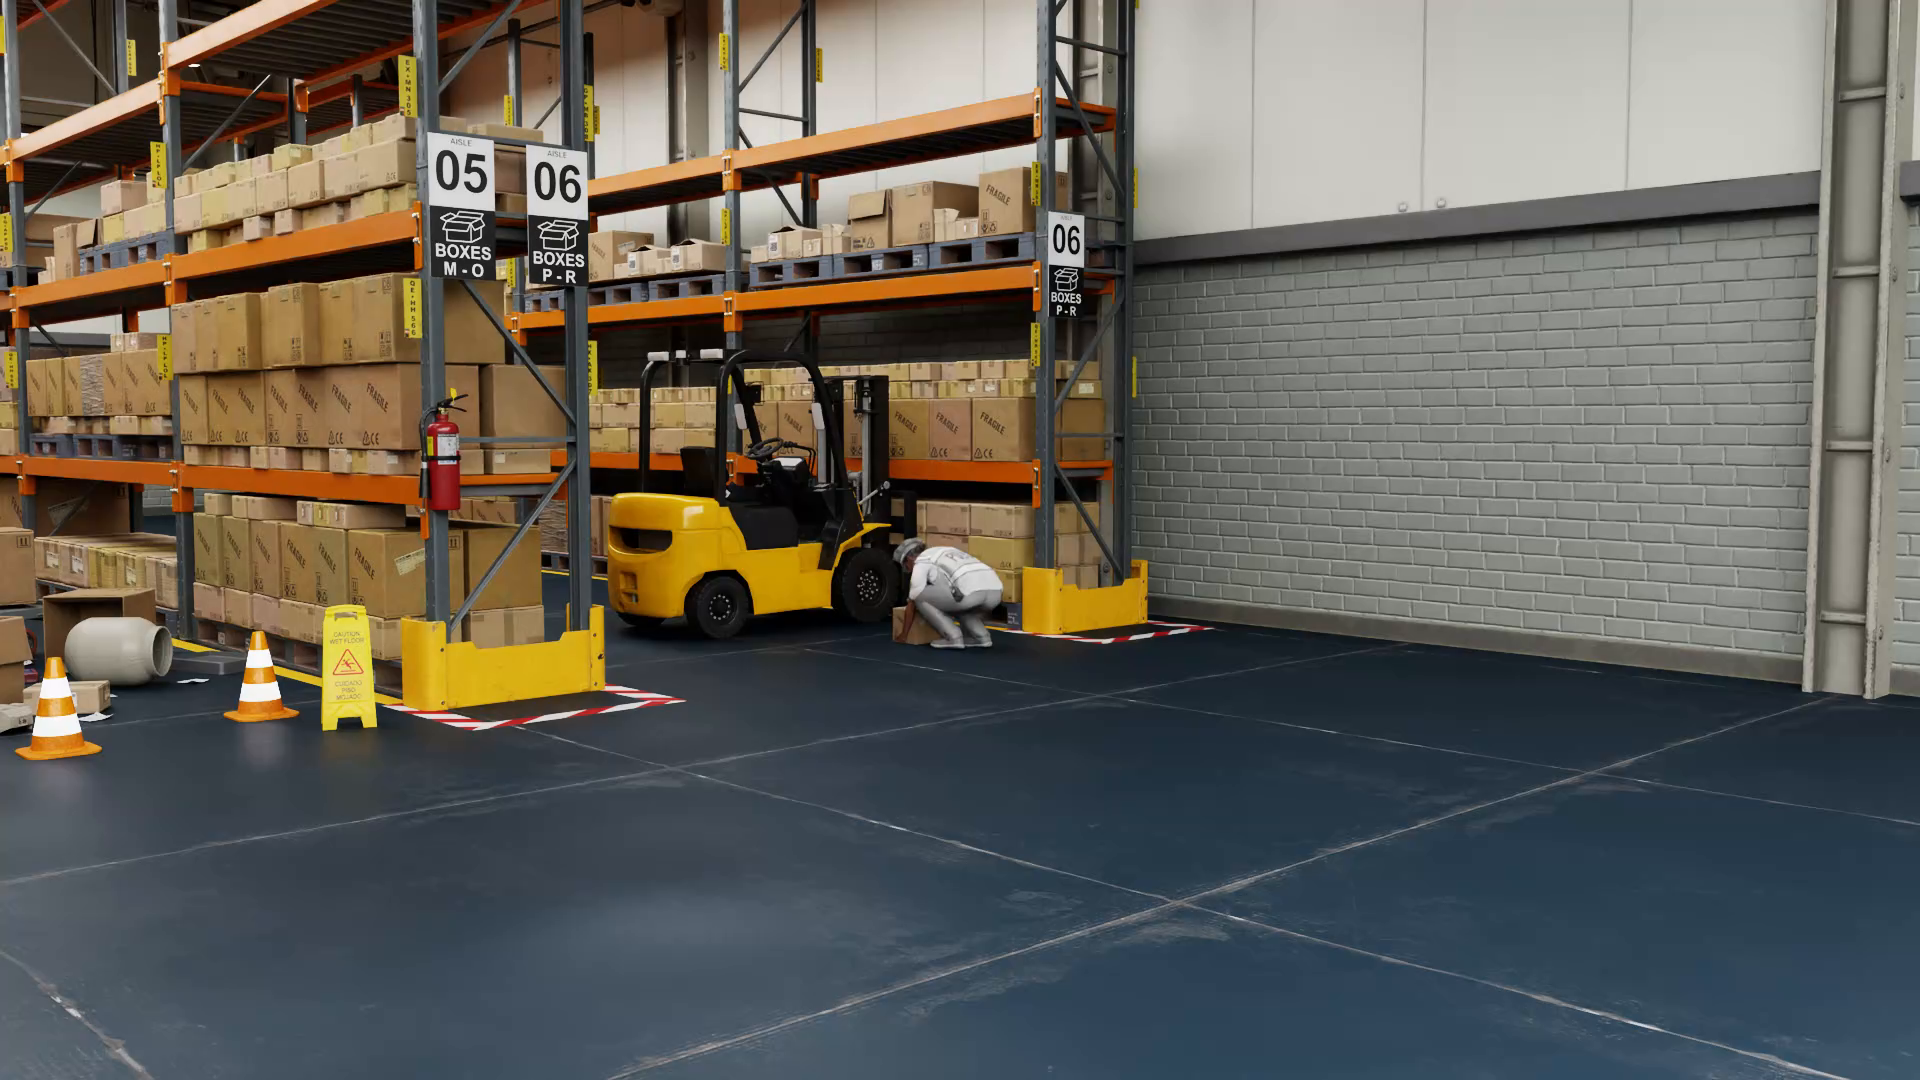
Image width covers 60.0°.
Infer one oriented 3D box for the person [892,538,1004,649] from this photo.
[{"bbox_3d":[-0.097,0.417,11.983,0.462,0.836,0.898,-4,6,-45],"label":"person"}]
